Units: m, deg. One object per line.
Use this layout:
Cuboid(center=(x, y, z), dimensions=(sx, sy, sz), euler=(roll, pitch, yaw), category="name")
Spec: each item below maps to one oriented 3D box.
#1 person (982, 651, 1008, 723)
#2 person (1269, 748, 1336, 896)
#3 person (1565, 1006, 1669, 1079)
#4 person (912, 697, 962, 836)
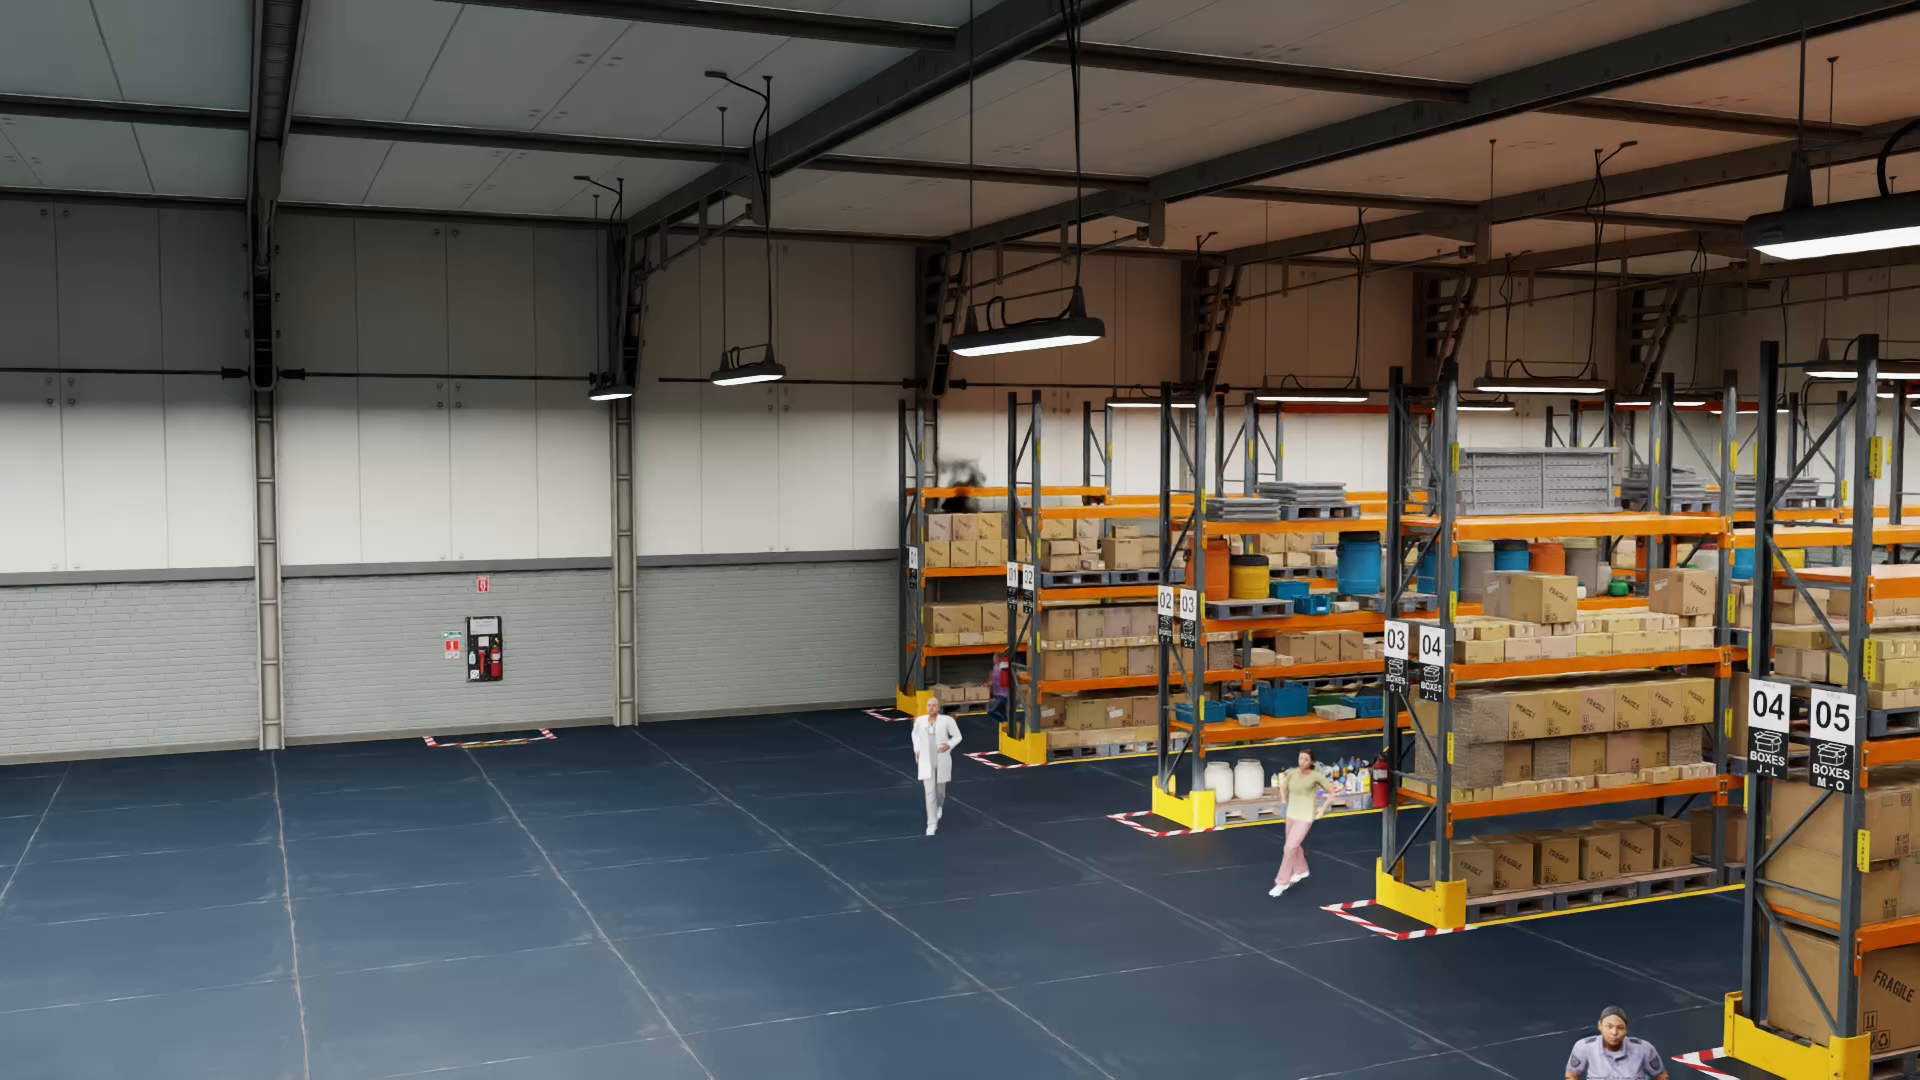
Cuboid(center=(0.712, 2.700, 28.774), dimensions=(0.651, 1.553, 0.556), euler=(-1, 4, -22), category="person")
Cuboid(center=(3.905, 3.212, 19.045), dimensions=(0.758, 1.681, 0.636), euler=(-3, 5, -43), category="person")
Cuboid(center=(4.222, 3.762, 10.717), dimensions=(0.623, 1.632, 0.746), euler=(1, 4, 18), category="person")
Cuboid(center=(-0.322, 2.984, 22.202), dimensions=(0.699, 1.784, 0.928), euler=(0, 3, 6), category="person")
